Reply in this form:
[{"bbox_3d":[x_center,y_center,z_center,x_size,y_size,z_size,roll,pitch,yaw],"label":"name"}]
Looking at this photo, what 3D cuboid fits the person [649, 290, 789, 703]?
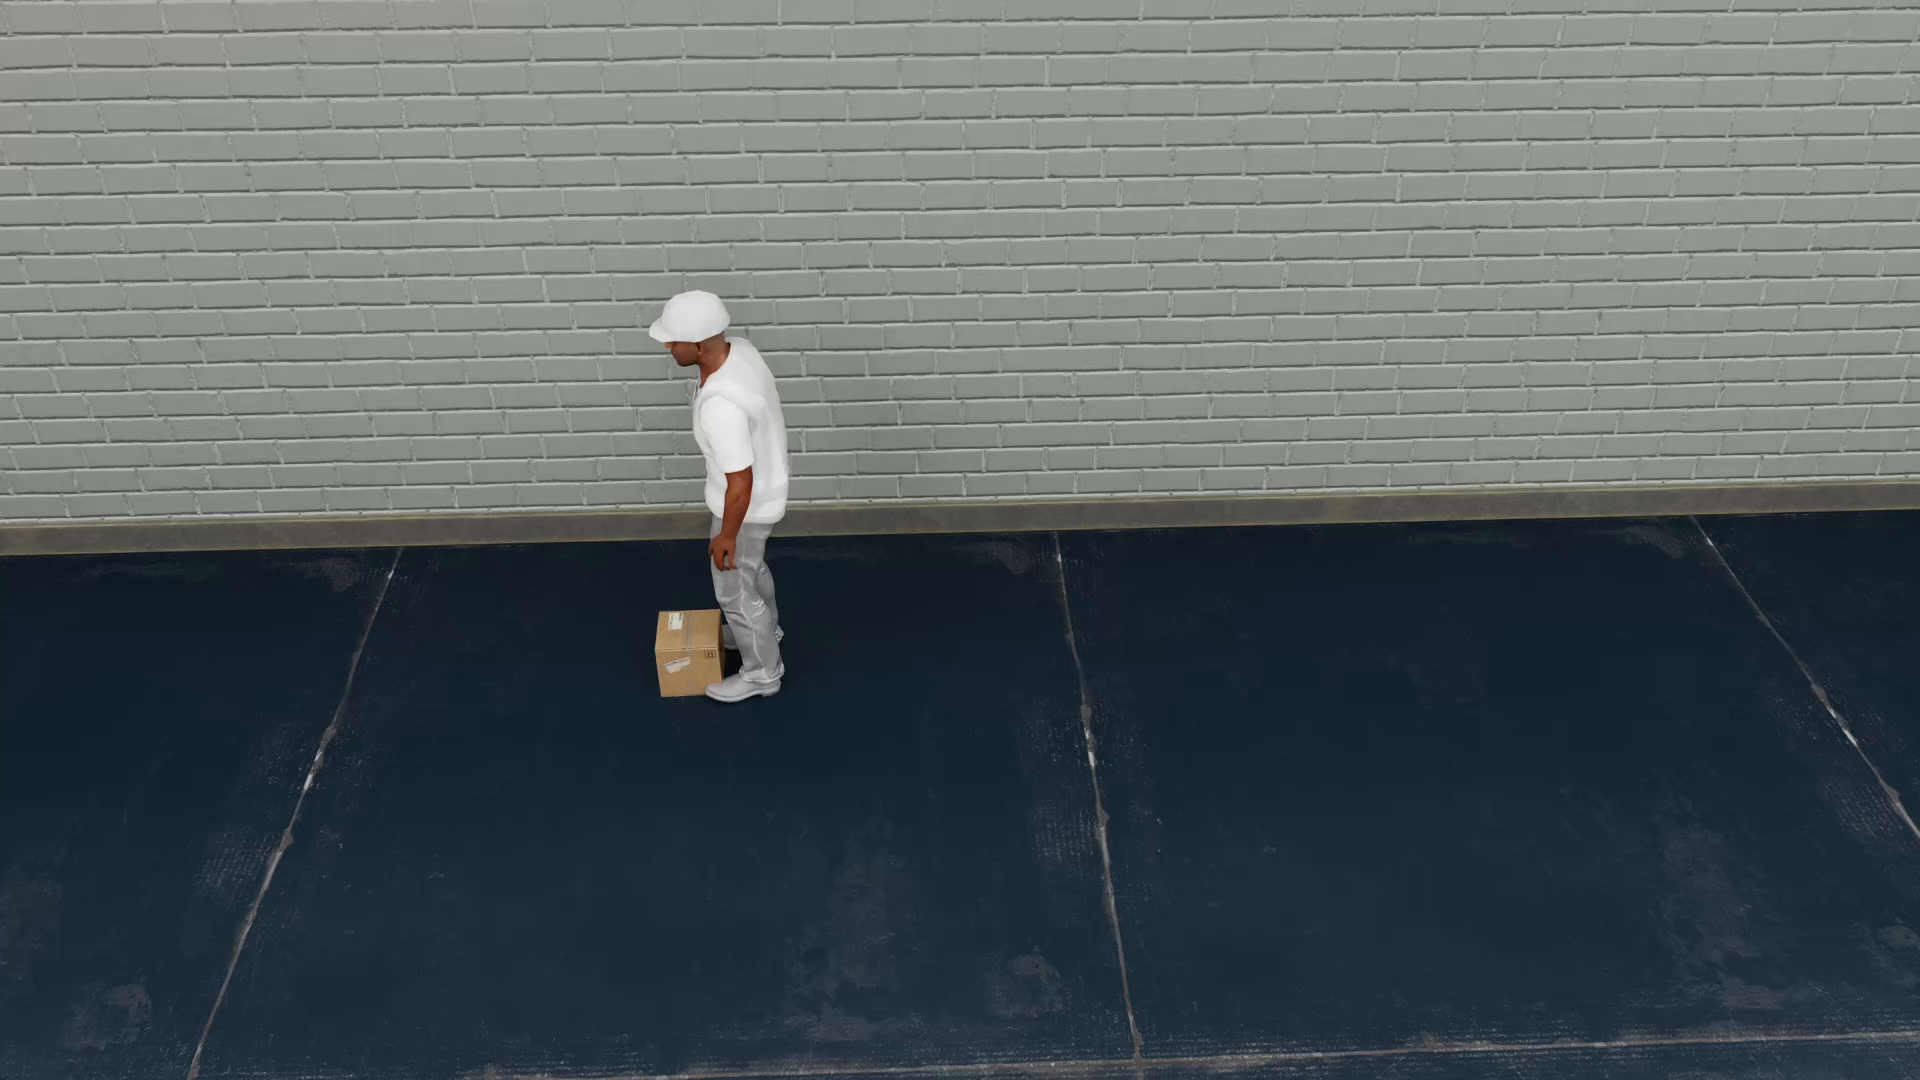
[{"bbox_3d":[-0.878,-0.168,6.369,0.463,1.760,0.632,-2,35,-3],"label":"person"}]
